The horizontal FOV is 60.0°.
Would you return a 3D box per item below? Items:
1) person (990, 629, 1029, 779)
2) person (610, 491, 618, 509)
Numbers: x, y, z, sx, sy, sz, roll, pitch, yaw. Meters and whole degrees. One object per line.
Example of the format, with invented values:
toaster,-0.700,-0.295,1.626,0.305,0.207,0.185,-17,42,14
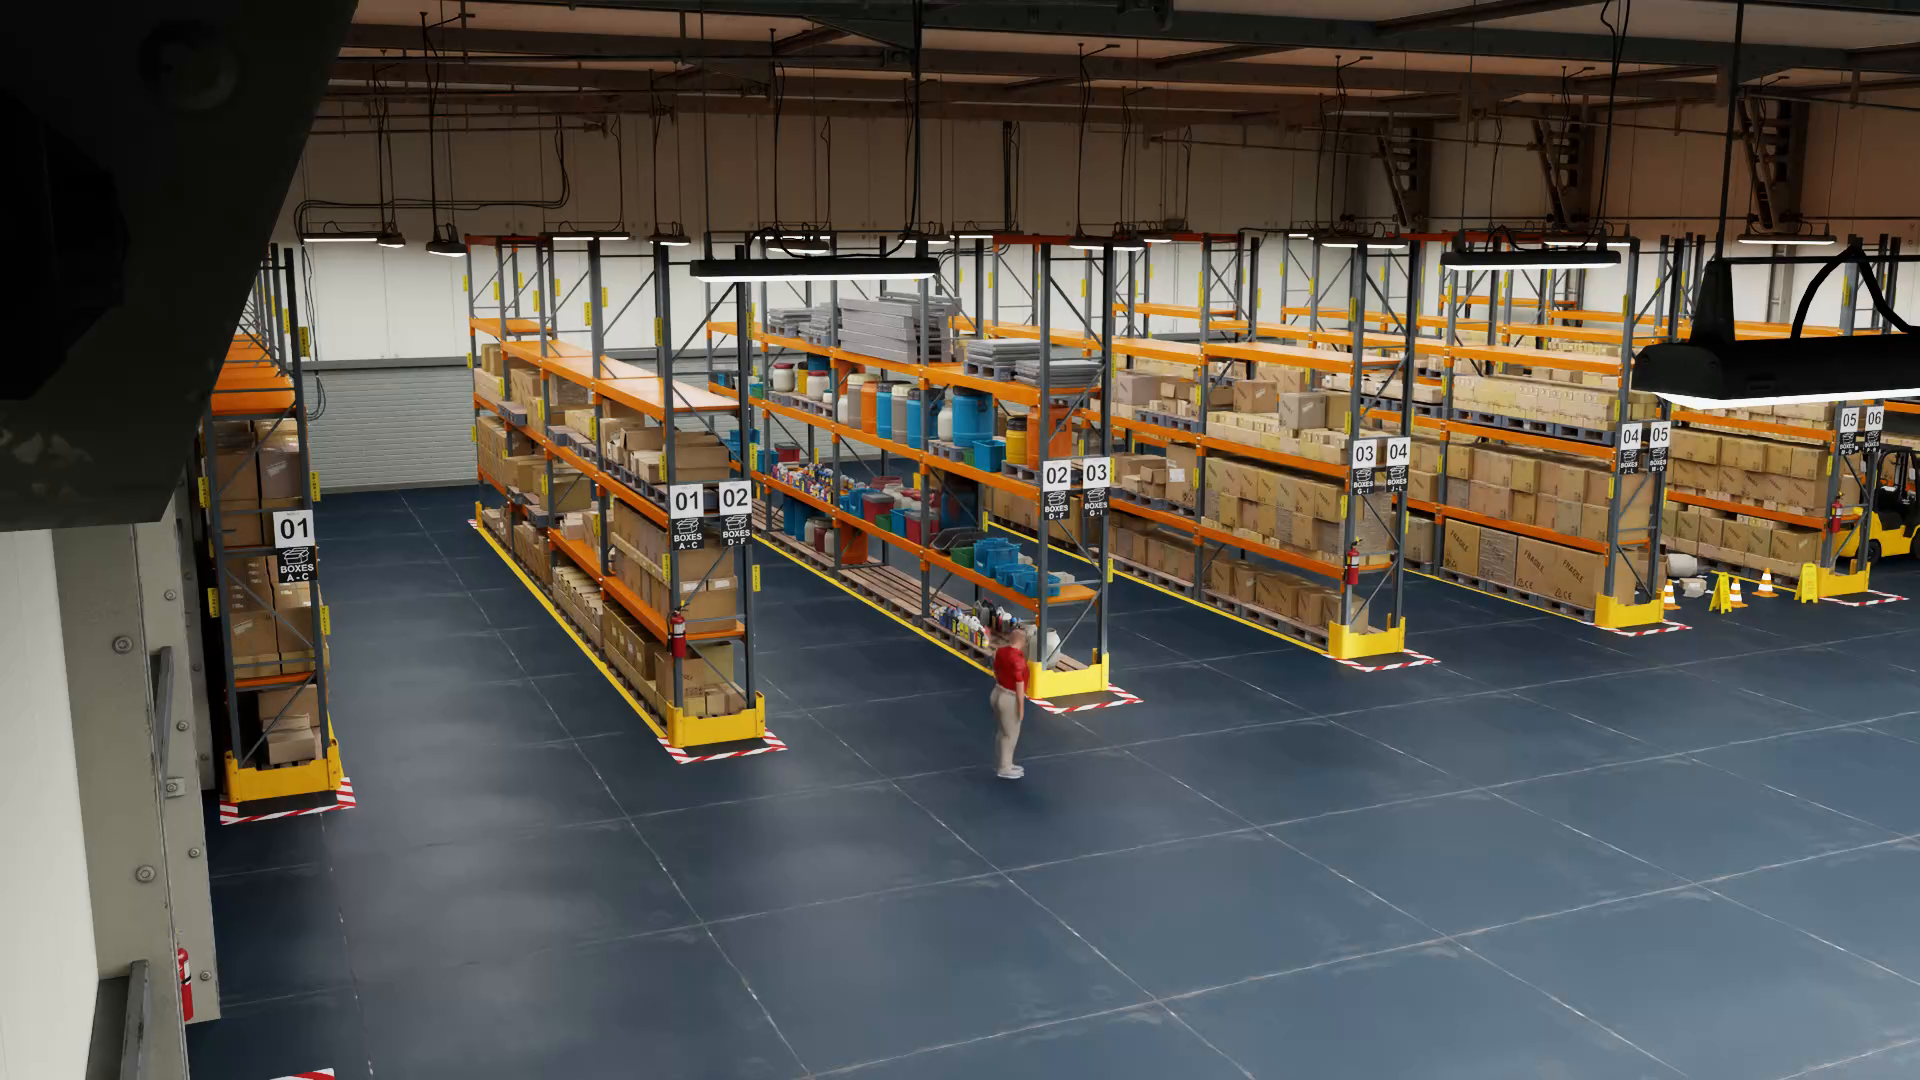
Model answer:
person,0.574,1.866,19.015,0.391,1.736,0.567,-5,12,-26
person,-6.482,-0.590,31.670,0.577,1.730,1.022,-4,12,-19
